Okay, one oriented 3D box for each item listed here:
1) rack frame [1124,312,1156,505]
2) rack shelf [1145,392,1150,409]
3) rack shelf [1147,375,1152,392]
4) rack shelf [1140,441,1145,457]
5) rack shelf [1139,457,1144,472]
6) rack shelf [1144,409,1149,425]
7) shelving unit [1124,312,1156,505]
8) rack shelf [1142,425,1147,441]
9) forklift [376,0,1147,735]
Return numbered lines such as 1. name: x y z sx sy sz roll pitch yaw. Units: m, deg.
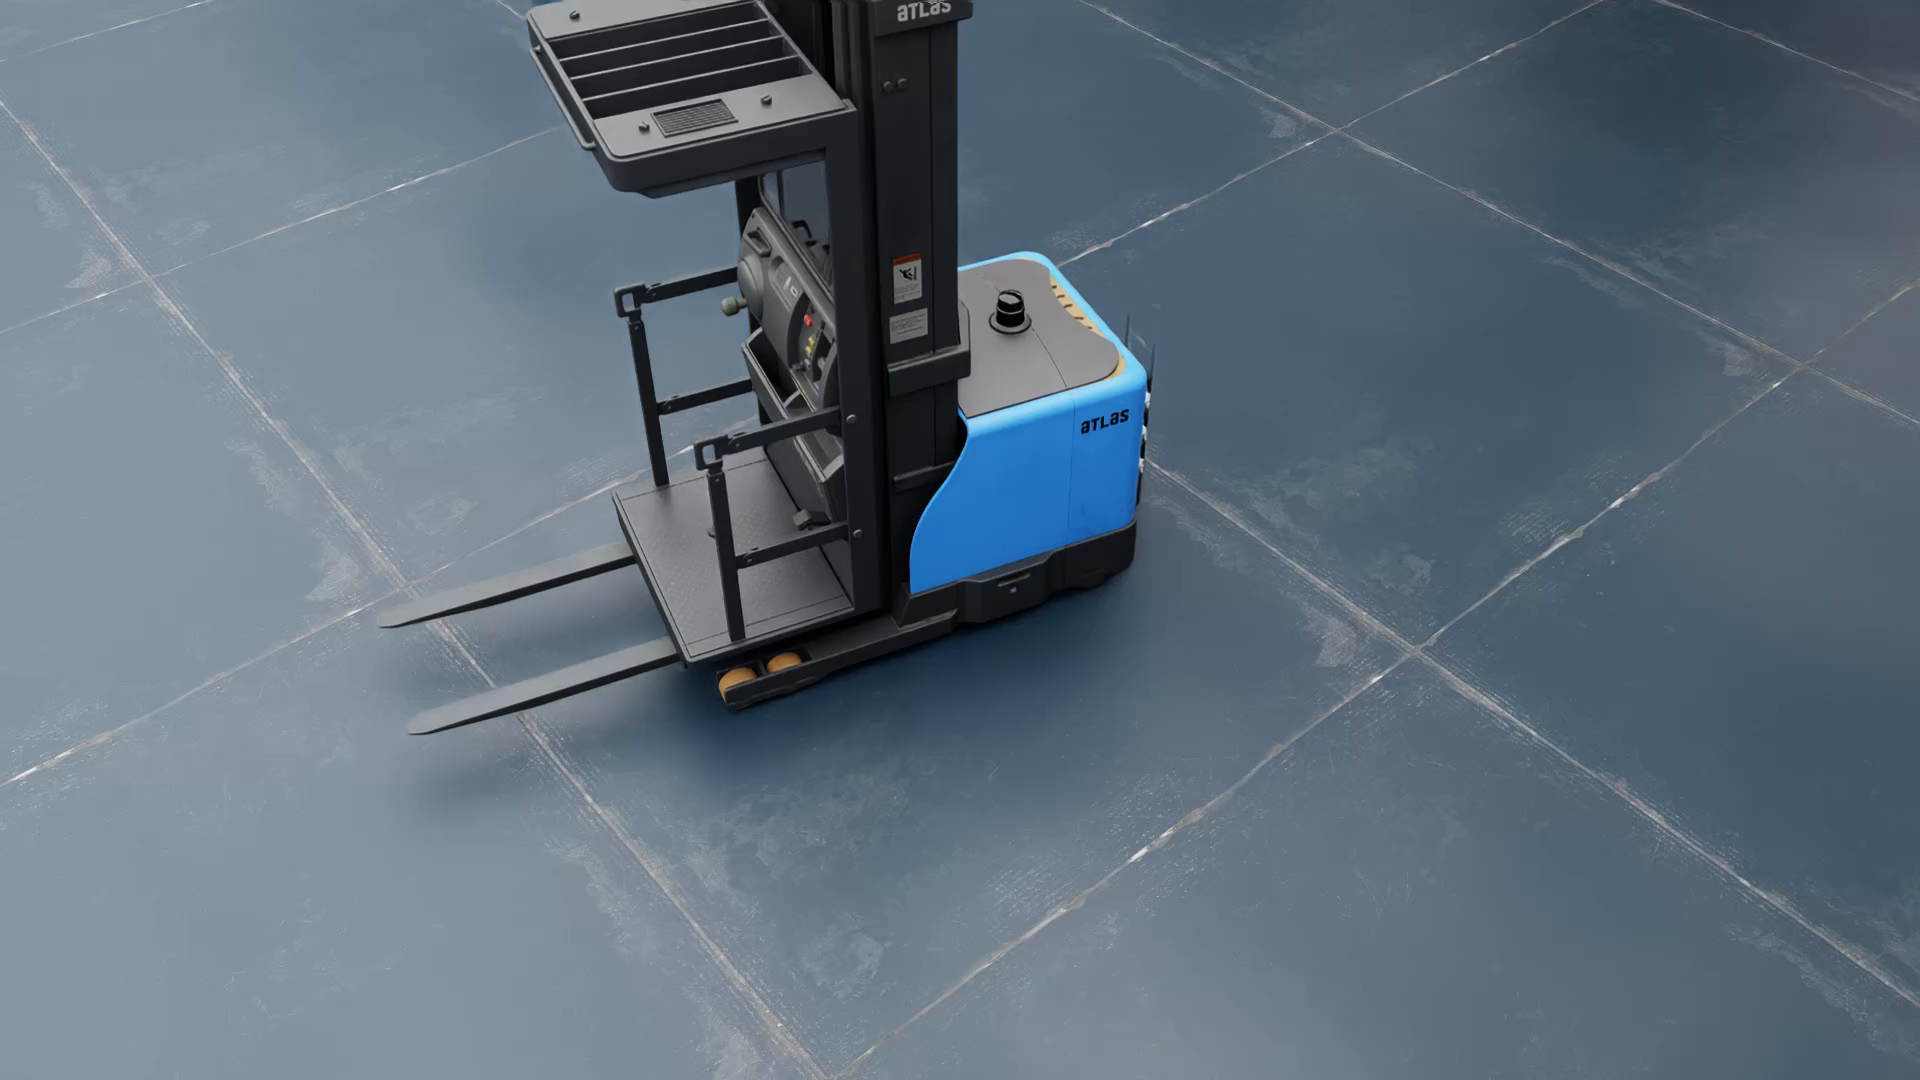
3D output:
1. rack frame: 0.756 -0.559 7.242 0.006 0.900 0.240 -17 46 -18
2. rack shelf: 0.663 -0.637 7.111 0.200 0.077 0.258 -17 46 -18
3. rack shelf: 0.663 -0.703 7.049 0.200 0.077 0.258 -17 46 -18
4. rack shelf: 0.663 -0.440 7.295 0.200 0.077 0.258 -17 46 -18
5. rack shelf: 0.663 -0.375 7.357 0.200 0.077 0.258 -17 46 -18
6. rack shelf: 0.663 -0.572 7.172 0.200 0.077 0.258 -17 46 -18
7. shelving unit: 0.663 -0.530 7.211 0.210 0.900 0.258 -17 46 -18
8. rack shelf: 0.663 -0.506 7.234 0.200 0.077 0.258 -17 46 -18
9. forklift: -0.817 -0.815 6.030 3.031 2.935 1.130 -17 46 -18
